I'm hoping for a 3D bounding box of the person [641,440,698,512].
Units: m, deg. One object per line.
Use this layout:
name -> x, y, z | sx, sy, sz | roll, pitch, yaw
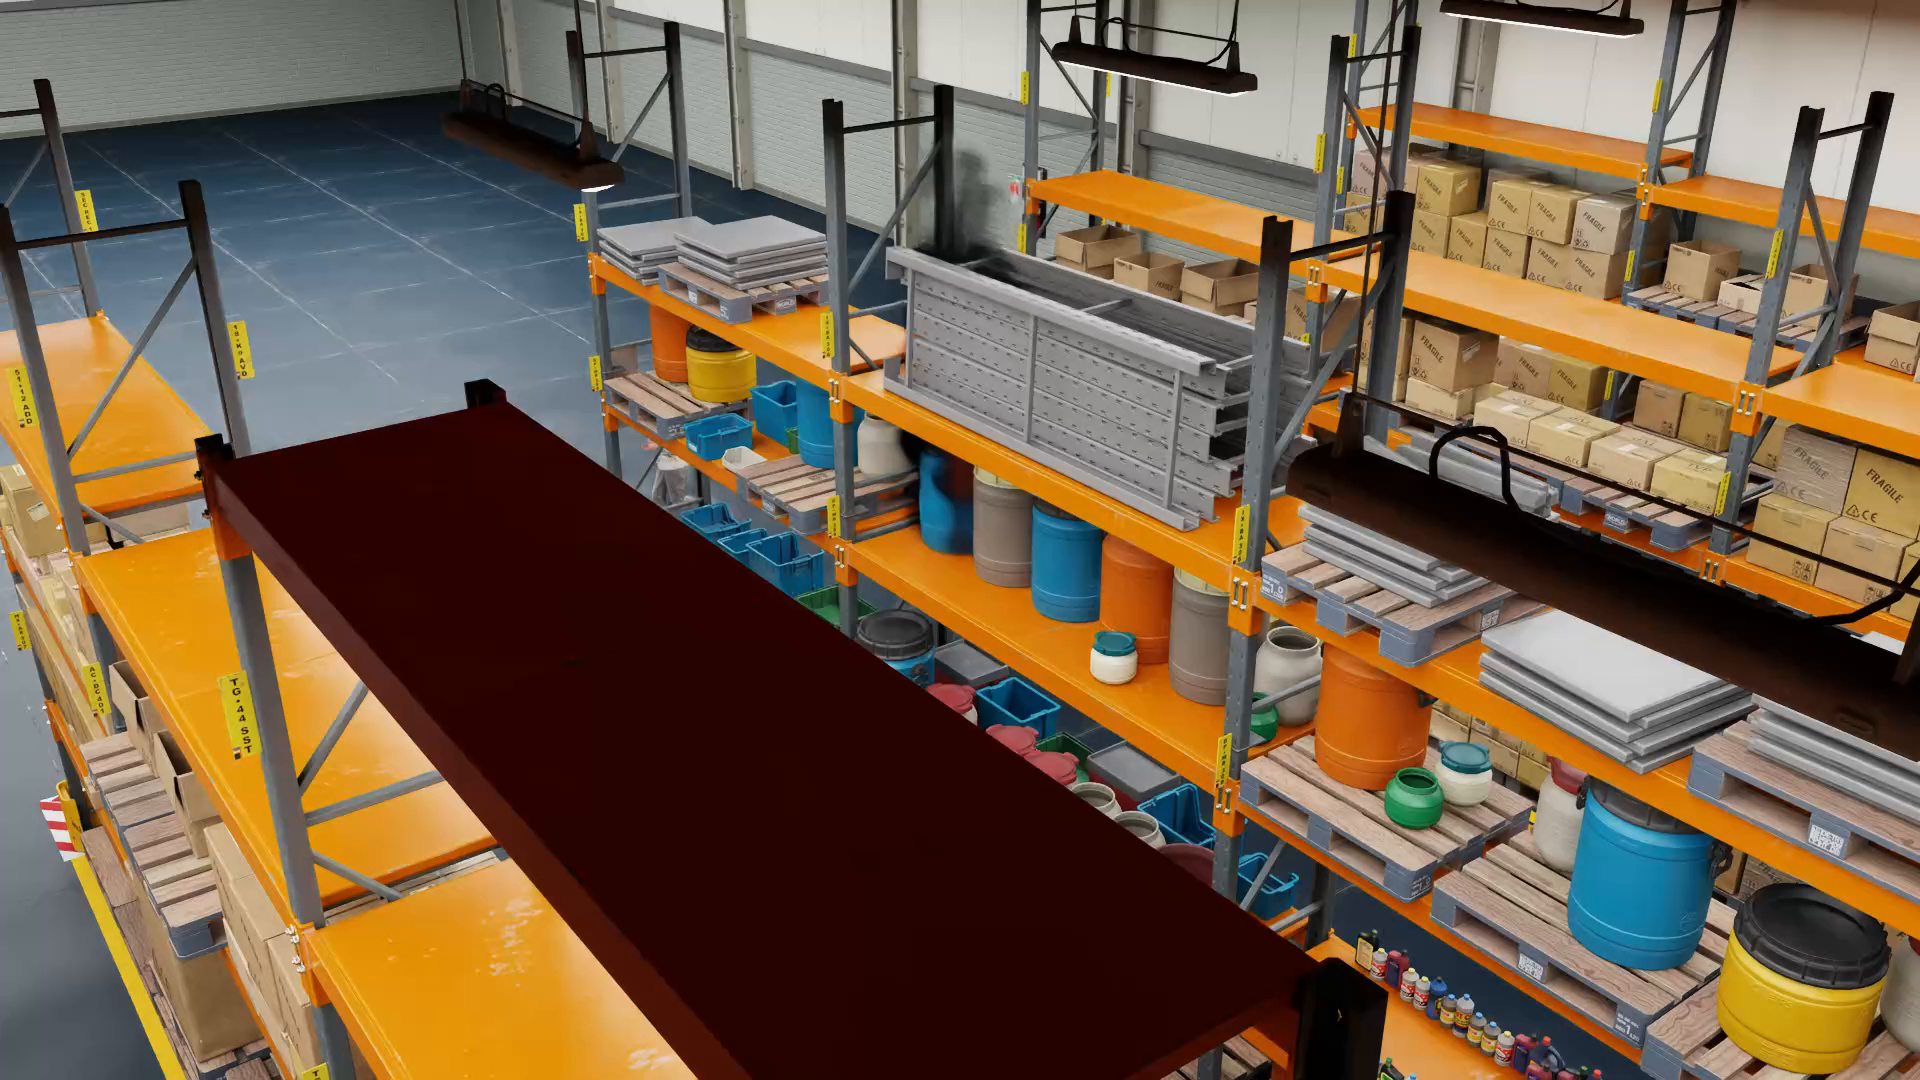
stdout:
person -> -3.217, -0.855, 18.717 | 0.935, 1.750, 0.666 | -7, 26, -15
